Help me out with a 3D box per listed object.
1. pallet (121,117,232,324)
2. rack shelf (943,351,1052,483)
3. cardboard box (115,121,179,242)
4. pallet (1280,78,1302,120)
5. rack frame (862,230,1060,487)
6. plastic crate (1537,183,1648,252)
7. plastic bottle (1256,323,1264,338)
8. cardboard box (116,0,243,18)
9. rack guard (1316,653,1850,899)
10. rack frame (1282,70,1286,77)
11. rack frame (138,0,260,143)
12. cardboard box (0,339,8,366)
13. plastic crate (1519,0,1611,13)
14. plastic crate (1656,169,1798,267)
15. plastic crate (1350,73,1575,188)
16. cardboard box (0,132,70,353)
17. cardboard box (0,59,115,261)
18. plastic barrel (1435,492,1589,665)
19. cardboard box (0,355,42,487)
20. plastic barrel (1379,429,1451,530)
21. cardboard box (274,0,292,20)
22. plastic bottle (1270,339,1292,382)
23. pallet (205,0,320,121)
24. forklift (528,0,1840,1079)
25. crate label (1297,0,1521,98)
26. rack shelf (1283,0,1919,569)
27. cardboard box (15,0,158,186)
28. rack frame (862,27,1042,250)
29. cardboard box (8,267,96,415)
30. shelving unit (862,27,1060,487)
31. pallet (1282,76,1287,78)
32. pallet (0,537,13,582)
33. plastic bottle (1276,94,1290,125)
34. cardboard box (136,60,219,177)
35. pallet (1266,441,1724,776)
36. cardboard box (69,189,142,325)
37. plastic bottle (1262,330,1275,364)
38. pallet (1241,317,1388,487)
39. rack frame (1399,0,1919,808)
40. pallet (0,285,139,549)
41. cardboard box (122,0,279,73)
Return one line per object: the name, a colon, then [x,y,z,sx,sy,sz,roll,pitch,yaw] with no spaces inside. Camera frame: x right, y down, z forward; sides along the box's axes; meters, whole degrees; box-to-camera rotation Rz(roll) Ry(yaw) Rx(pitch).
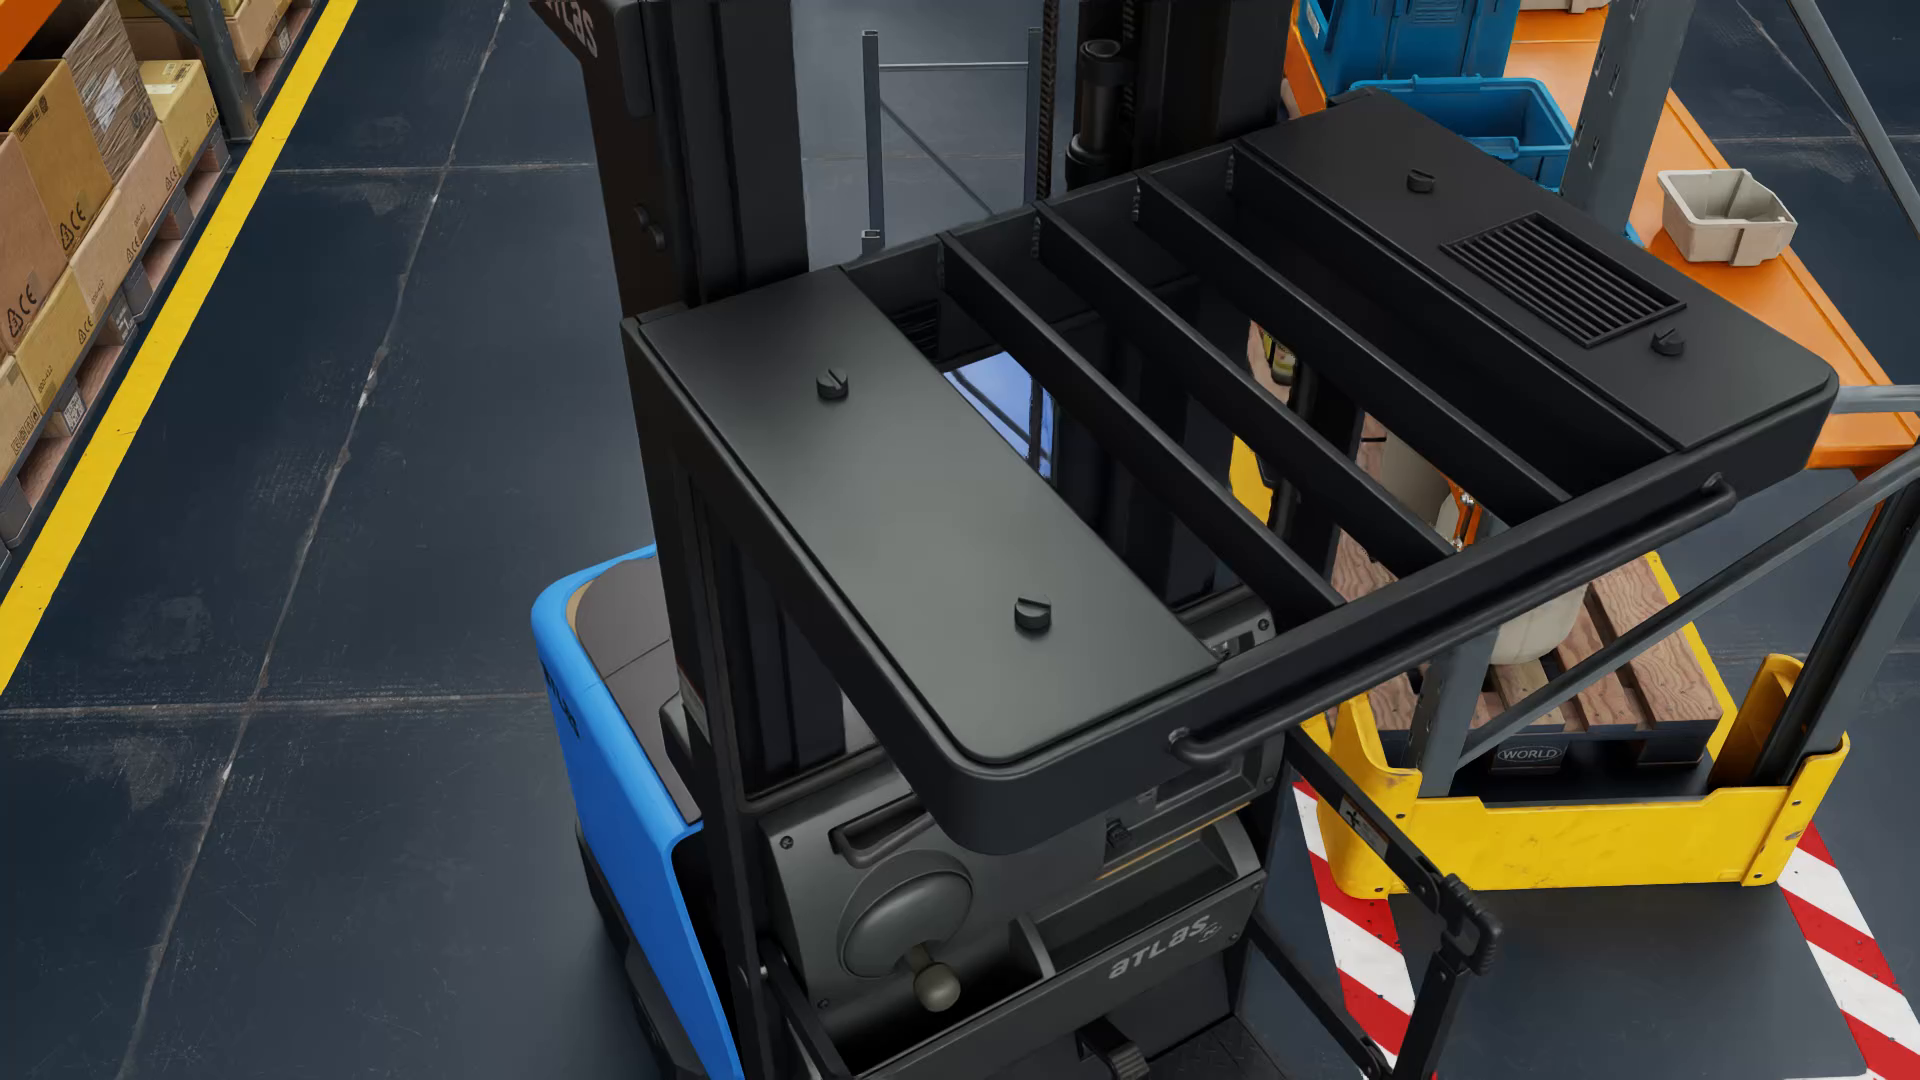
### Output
pallet: [-3.533,-1.264,6.473,1.003,0.211,1.213,-2,43,-2]
rack shelf: [0.004,-0.363,4.802,0.538,0.185,1.000,-2,43,-2]
cardboard box: [-3.275,-1.327,6.202,0.500,0.250,0.500,-2,43,-2]
pallet: [1.411,-1.487,6.716,1.003,0.211,1.213,-2,43,-2]
rack frame: [0.025,-0.152,4.306,0.500,1.500,0.032,-2,43,-2]
plastic crate: [1.274,-0.544,3.734,0.499,0.251,0.616,-2,43,-2]
plastic bottle: [1.095,-0.826,5.621,0.152,0.276,0.135,-1,43,-1]
cardboard box: [-3.293,-2.464,7.028,0.500,0.311,0.500,-2,43,-2]
rack guard: [1.544,0.602,4.223,1.175,0.500,0.348,-2,43,-2]
rack frame: [1.424,-2.970,6.270,1.000,3.000,0.127,-2,43,-2]
rack frame: [-3.525,-2.830,6.118,1.000,3.000,0.127,-2,43,-2]
cardboard box: [-3.213,-0.591,4.844,0.500,0.500,0.500,-2,43,-2]
plastic crate: [1.746,-1.784,5.171,0.530,0.136,0.437,-2,43,-2]
plastic crate: [1.878,-0.786,4.082,0.298,0.136,0.250,-2,43,-2]
plastic crate: [1.252,-0.983,4.212,0.499,0.251,0.408,-2,43,-2]
cardboard box: [-3.216,-0.929,5.212,0.500,0.500,0.500,-2,43,-2]
cardboard box: [-3.252,-1.266,5.580,0.500,0.500,0.500,-2,43,-2]
plastic barrel: [1.490,0.051,4.505,0.421,0.512,0.421,0,43,0]
cardboard box: [-3.201,-0.315,5.097,0.500,0.250,0.500,-2,43,-2]
plastic barrel: [1.469,-0.288,4.874,0.421,0.512,0.421,0,43,0]
cardboard box: [-3.315,-2.596,7.586,0.500,0.250,0.500,-1,43,-1]
plastic bottle: [1.078,-0.627,5.460,0.097,0.201,0.097,0,43,0]
pallet: [-3.595,-2.299,7.601,1.003,0.211,1.213,-2,43,-2]
forklift: [0.247,0.507,2.528,1.130,2.935,3.031,-22,47,-22]
crate label: [1.246,-1.517,4.659,0.502,0.435,0.616,-2,43,-2]
rack shelf: [1.509,-1.355,5.040,1.077,0.370,4.000,-2,43,-2]
cardboard box: [-3.277,-1.603,5.948,0.500,0.500,0.500,-2,43,-2]
rack frame: [-0.018,-0.838,5.055,0.500,1.500,0.032,-2,43,-2]
cardboard box: [-3.217,-0.652,5.466,0.500,0.250,0.500,-2,43,-2]
shelving unit: [0.004,-0.495,4.680,0.538,1.500,1.048,-2,43,-2]
pallet: [1.352,-2.471,7.790,1.003,0.211,1.213,-2,43,-2]
pallet: [-3.429,0.383,4.676,1.003,0.211,1.213,-2,43,-2]
plastic bottle: [1.188,-1.603,6.414,0.144,0.351,0.185,-2,43,-2]
cardboard box: [-3.287,-1.665,6.570,0.500,0.250,0.500,-2,43,-2]
pallet: [1.515,0.160,4.919,1.003,0.211,1.213,-2,43,-2]
cardboard box: [-3.239,-0.990,5.834,0.500,0.250,0.500,-2,43,-2]
plastic bottle: [1.055,-0.736,5.518,0.061,0.283,0.133,-1,43,-1]
pallet: [1.466,-0.662,5.816,1.003,0.211,1.213,-2,43,-2]
rack frame: [1.594,-0.270,3.324,1.000,3.000,0.127,-2,43,-2]
pallet: [-3.478,-0.439,5.572,1.003,0.211,1.213,-2,43,-2]
cardboard box: [-3.294,-2.251,7.210,0.500,0.250,0.500,-3,43,-3]
